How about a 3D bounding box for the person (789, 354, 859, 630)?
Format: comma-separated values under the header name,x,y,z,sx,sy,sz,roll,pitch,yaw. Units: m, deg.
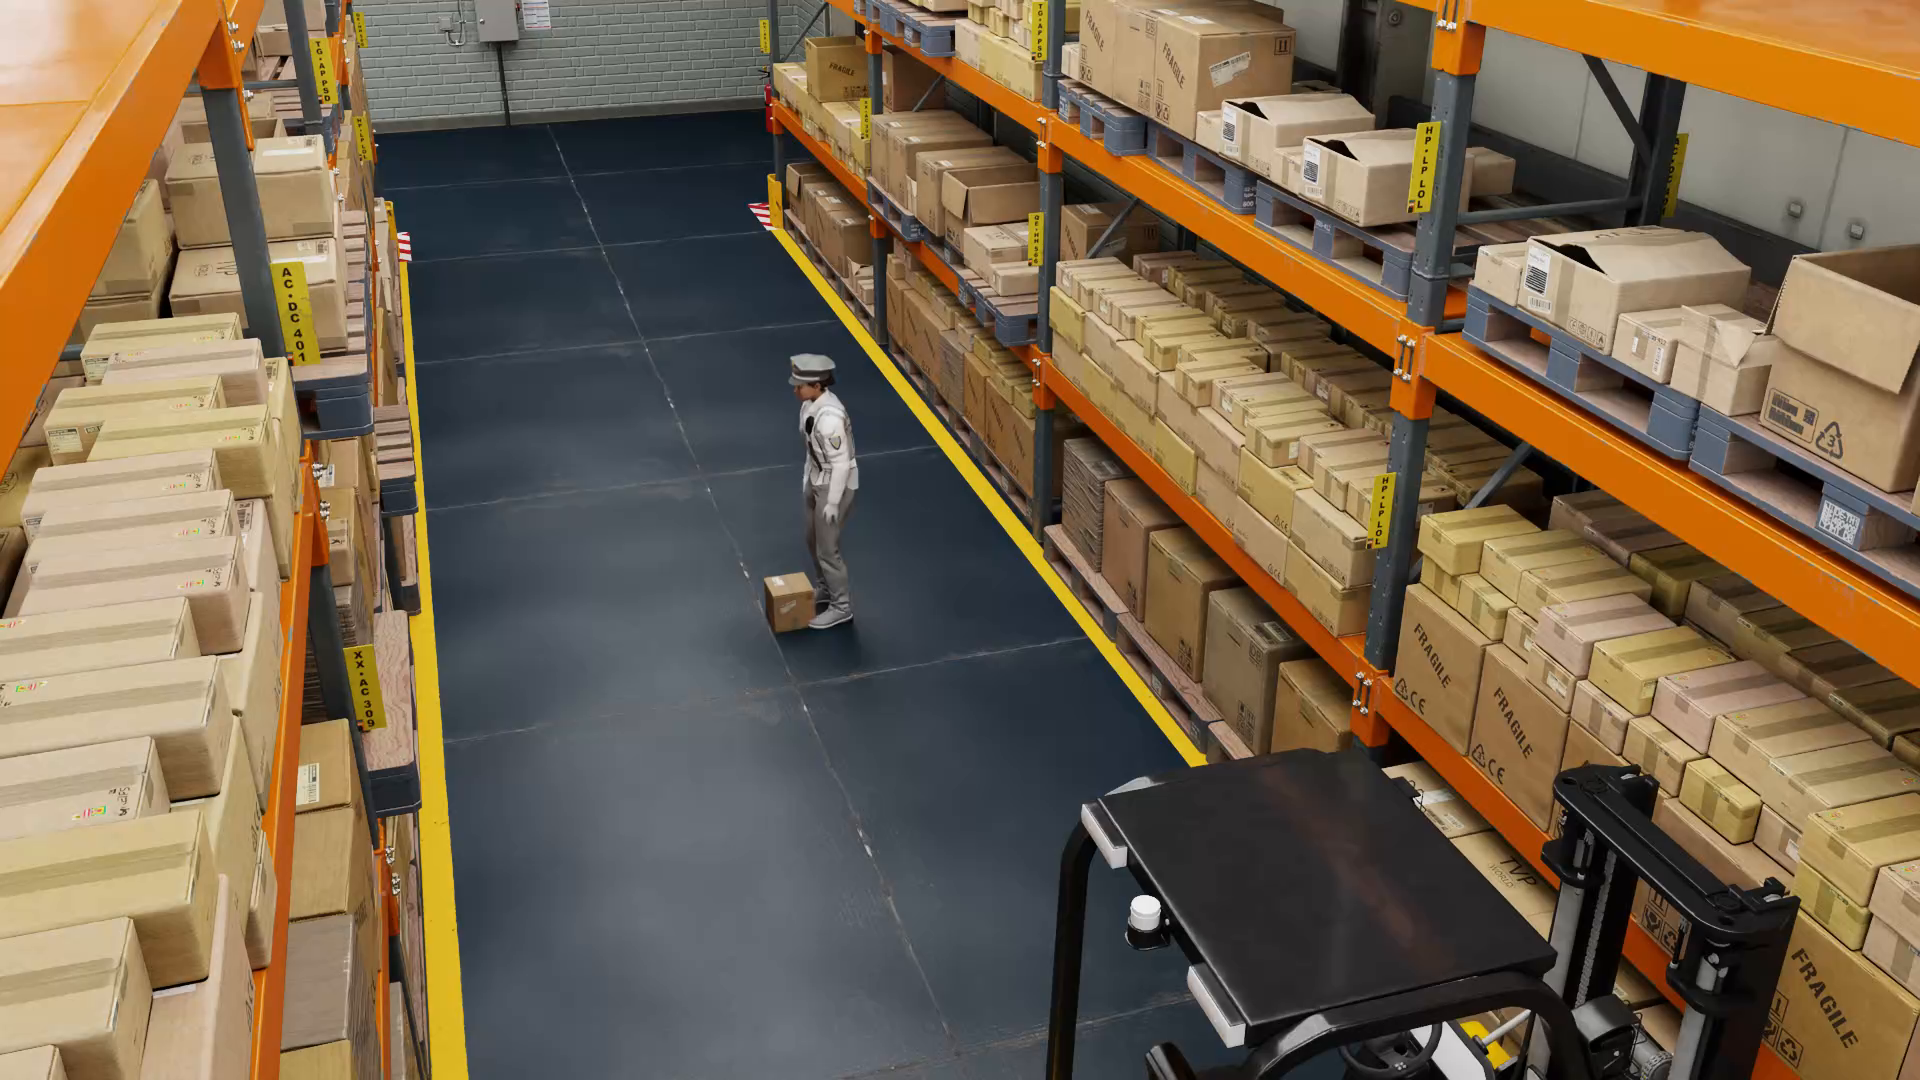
name,x,y,z,sx,sy,sz,roll,pitch,yaw
person,-0.789,-0.295,9.704,0.373,1.662,0.524,-9,28,-18
